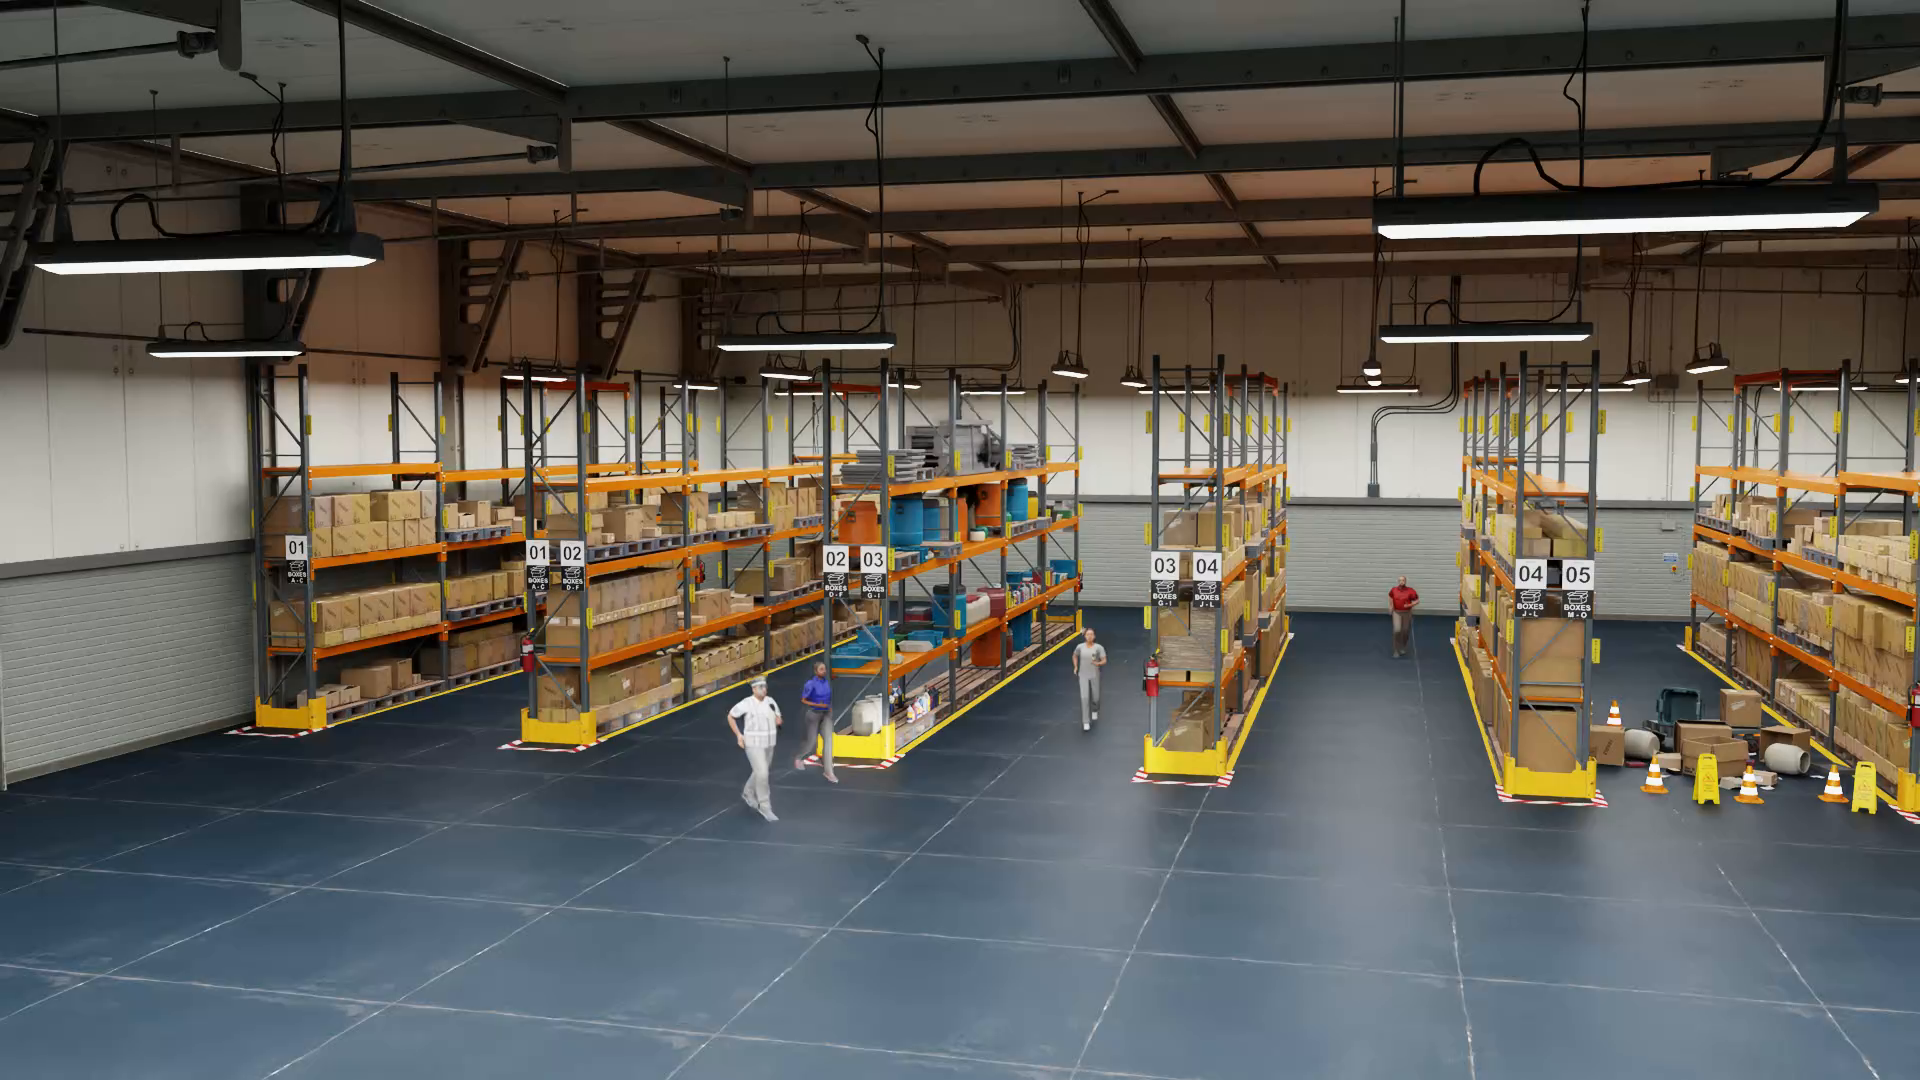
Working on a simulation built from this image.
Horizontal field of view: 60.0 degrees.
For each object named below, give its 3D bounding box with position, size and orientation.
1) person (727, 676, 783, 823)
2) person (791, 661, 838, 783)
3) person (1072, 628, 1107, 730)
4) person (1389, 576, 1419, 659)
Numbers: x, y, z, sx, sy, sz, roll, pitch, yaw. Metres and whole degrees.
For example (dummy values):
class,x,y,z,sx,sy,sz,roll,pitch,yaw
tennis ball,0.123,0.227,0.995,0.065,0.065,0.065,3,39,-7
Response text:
class,x,y,z,sx,sy,sz,roll,pitch,yaw
person,-2.569,2.642,21.302,0.882,1.821,0.648,4,5,42
person,-2.023,2.560,23.592,0.589,1.666,0.910,-4,5,-44
person,2.137,2.267,27.494,0.574,1.645,0.929,0,4,7
person,9.597,1.669,35.982,0.648,1.796,0.774,1,4,17
